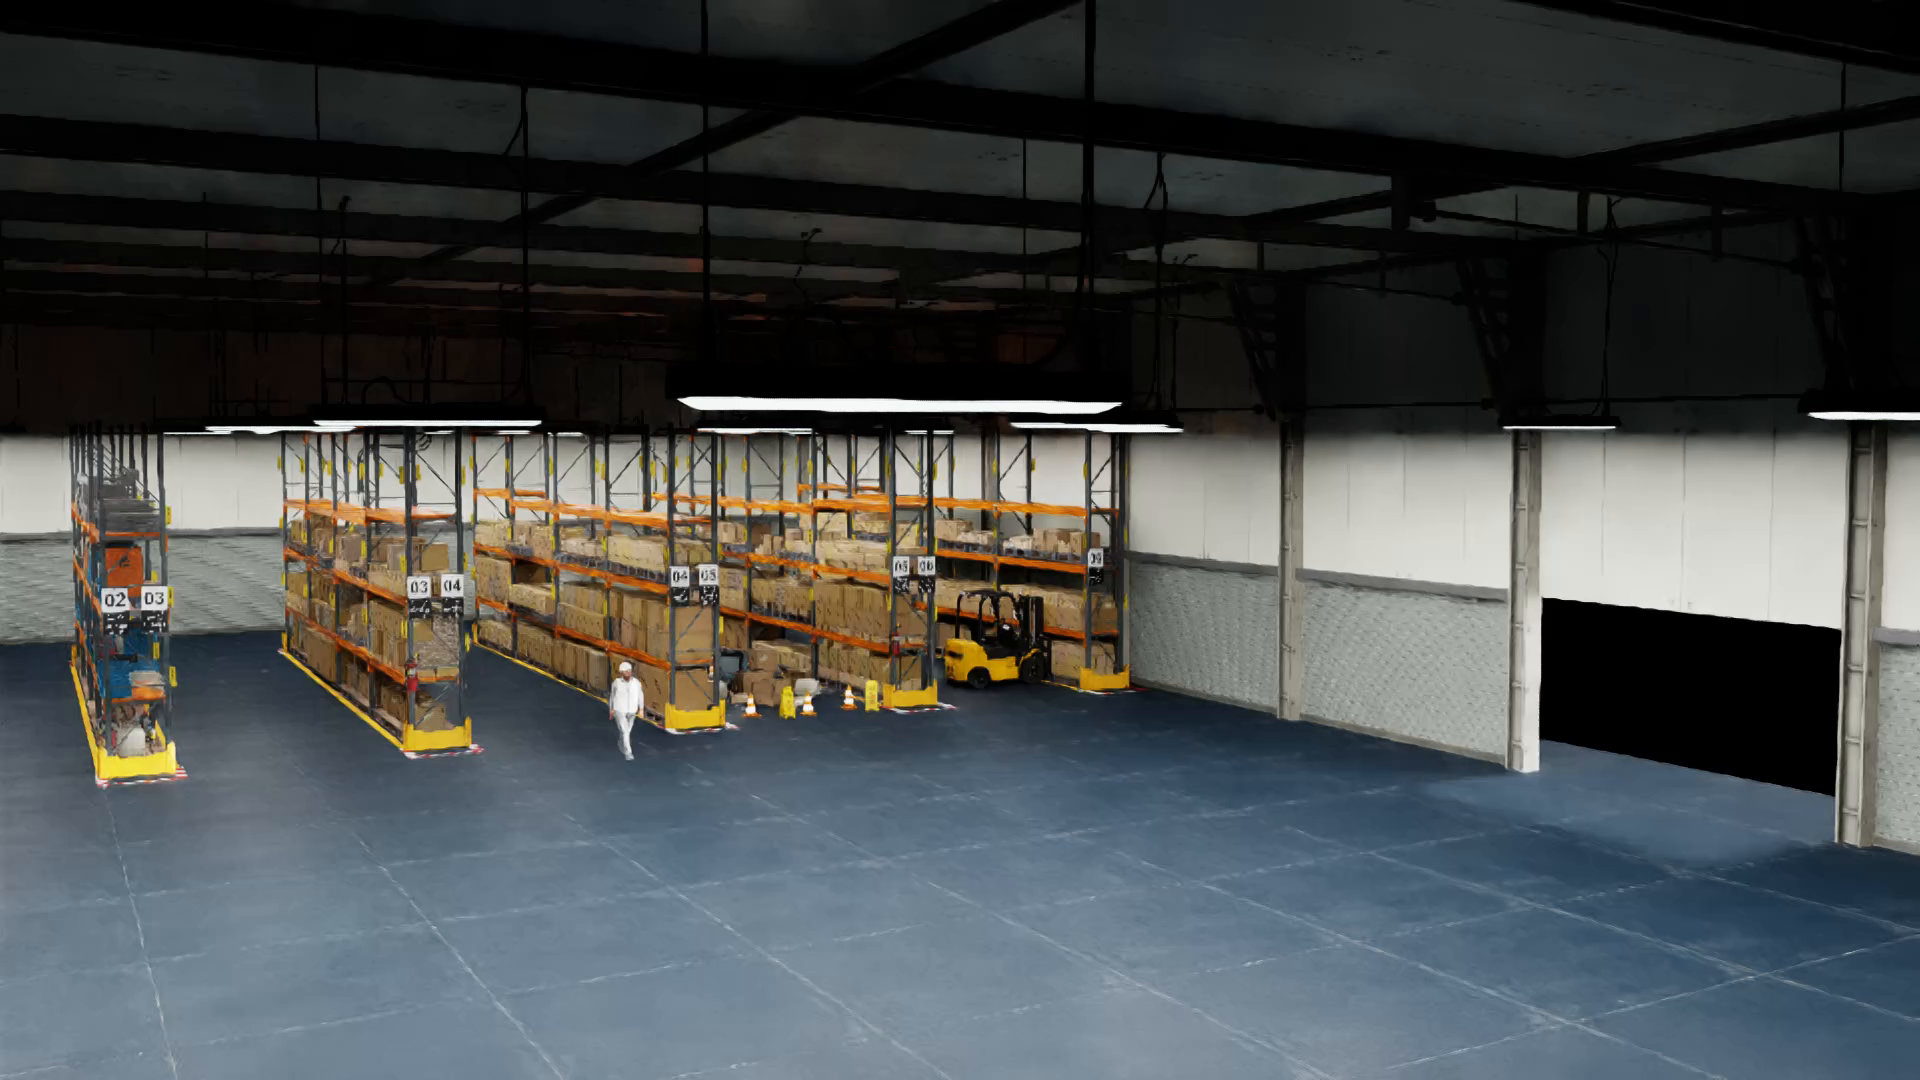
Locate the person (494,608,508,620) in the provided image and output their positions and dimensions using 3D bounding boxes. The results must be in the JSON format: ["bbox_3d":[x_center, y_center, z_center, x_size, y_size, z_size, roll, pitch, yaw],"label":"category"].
[{"bbox_3d":[-13.671,1.848,49.657,0.566,1.637,0.537,2,4,34],"label":"person"}]

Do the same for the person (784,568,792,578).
[{"bbox_3d":[-5.440,1.684,52.612,0.544,1.562,0.404,3,5,40],"label":"person"}]

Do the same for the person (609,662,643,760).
[{"bbox_3d":[-5.949,3.025,29.724,0.555,1.725,1.029,-2,4,-30],"label":"person"}]

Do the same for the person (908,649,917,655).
[{"bbox_3d":[-1.162,2.485,39.370,0.493,1.596,0.509,0,4,-3],"label":"person"}]
